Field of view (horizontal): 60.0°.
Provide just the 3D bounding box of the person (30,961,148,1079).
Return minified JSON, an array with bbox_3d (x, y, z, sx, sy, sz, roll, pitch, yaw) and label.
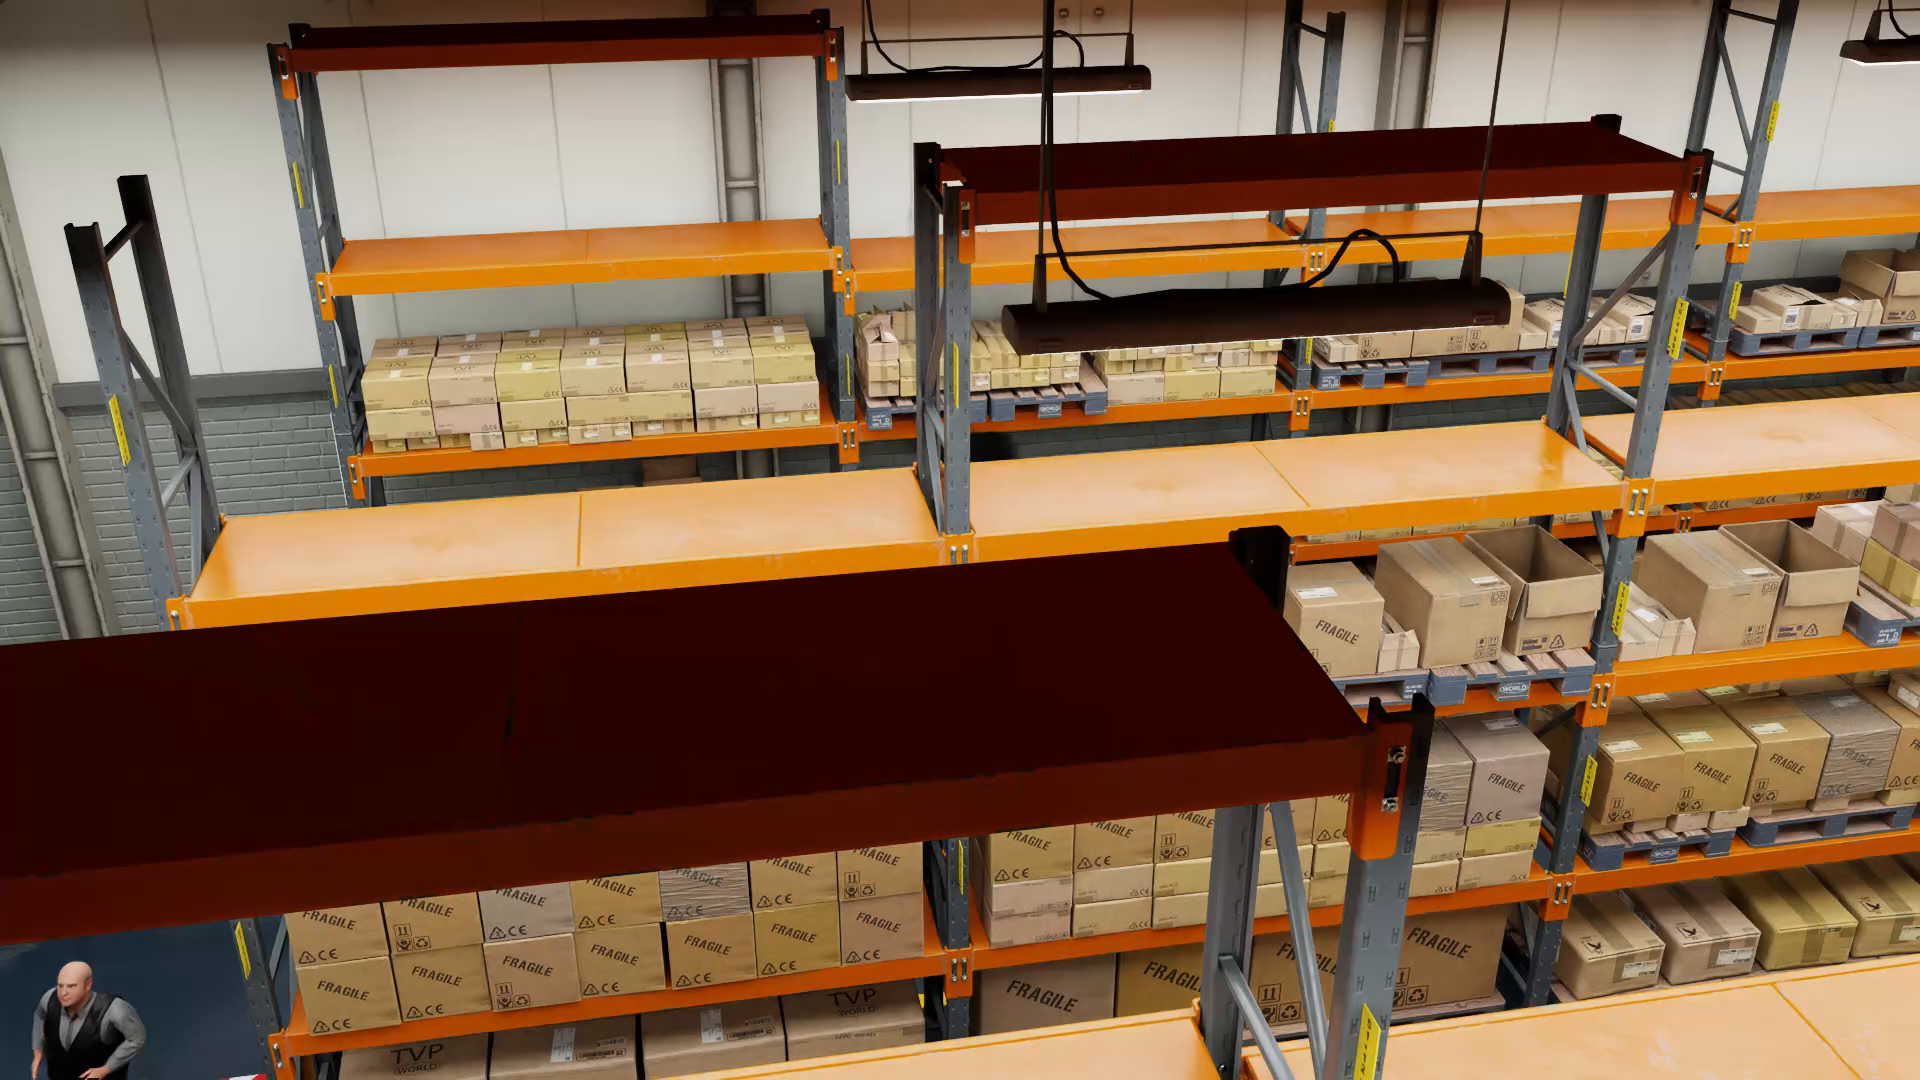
[{"bbox_3d":[-5.110,3.163,9.891,0.698,1.671,0.735,3,26,5],"label":"person"}]
